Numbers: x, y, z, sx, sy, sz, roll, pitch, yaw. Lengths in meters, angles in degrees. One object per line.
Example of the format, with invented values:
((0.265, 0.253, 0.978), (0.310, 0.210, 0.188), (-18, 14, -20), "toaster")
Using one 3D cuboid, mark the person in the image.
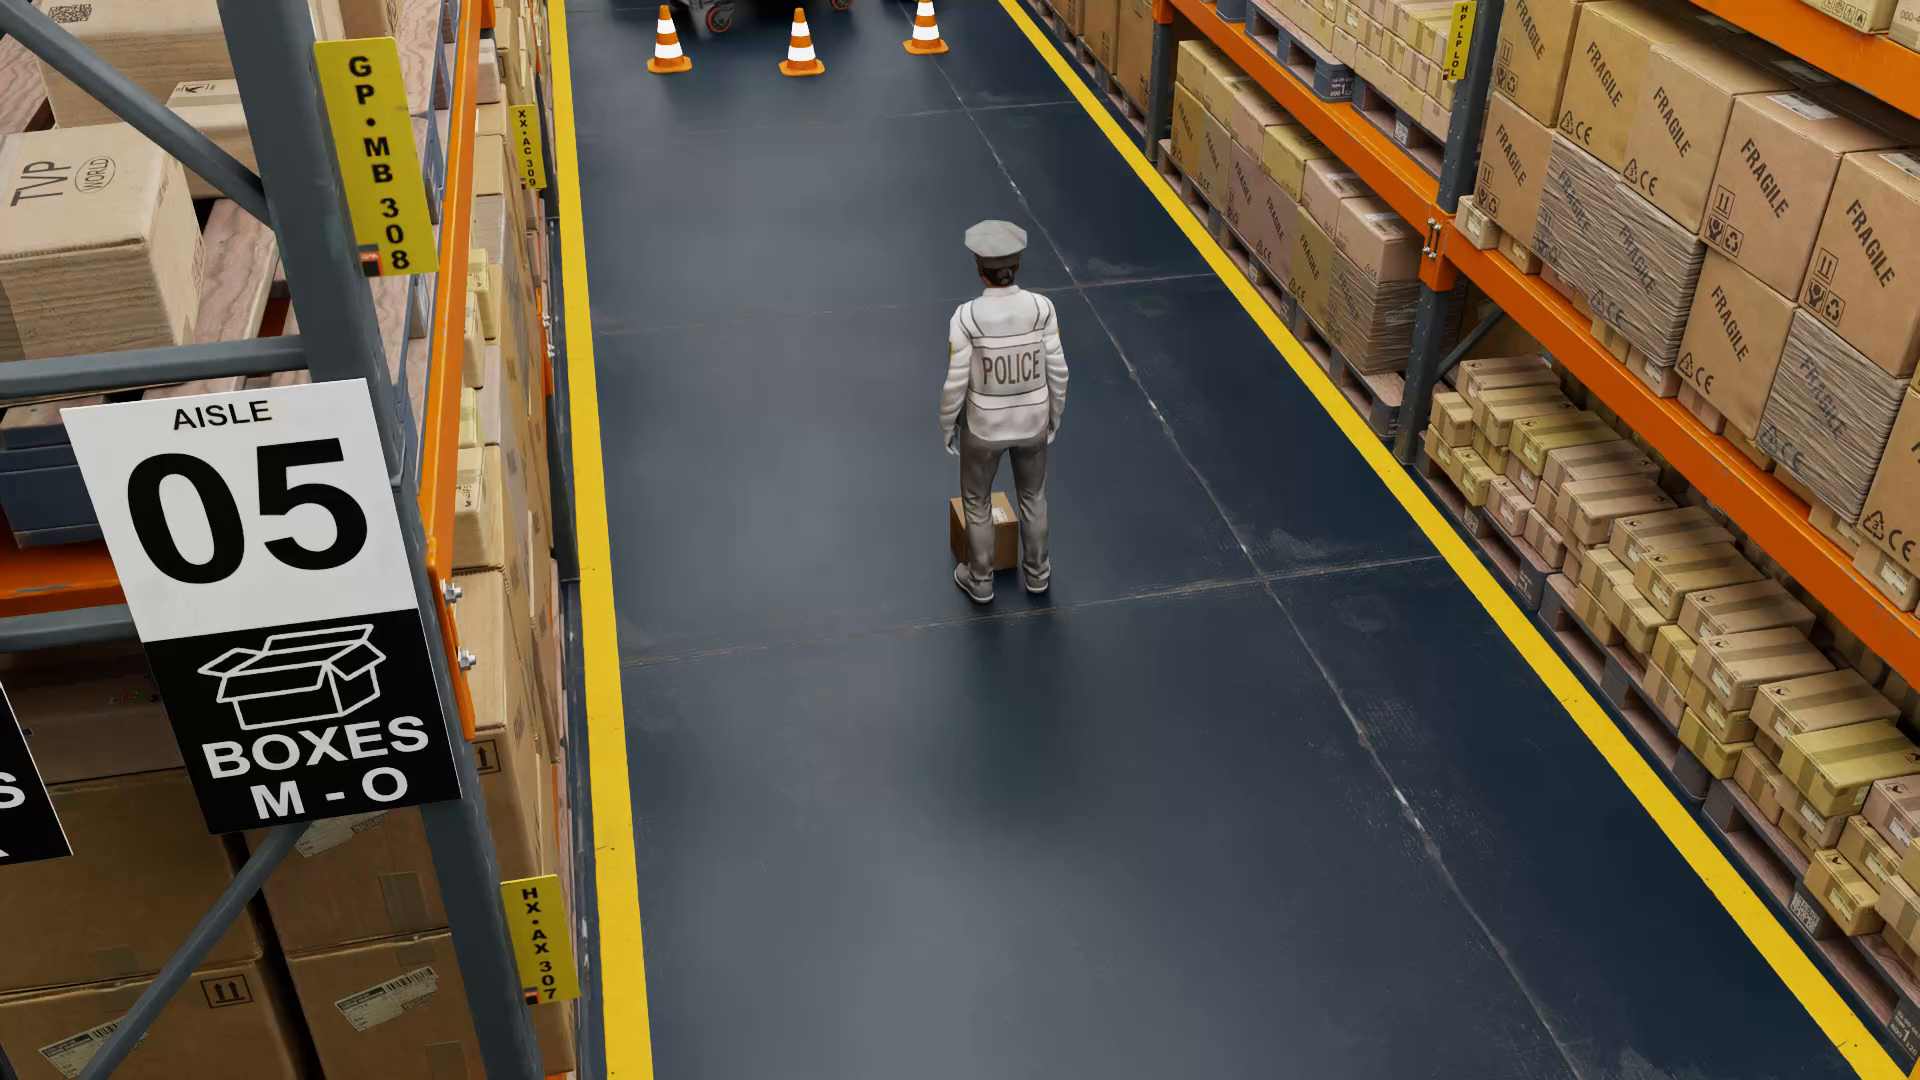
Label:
((0.174, -0.480, 6.837), (0.526, 1.663, 0.373), (-8, 35, -11), "person")
